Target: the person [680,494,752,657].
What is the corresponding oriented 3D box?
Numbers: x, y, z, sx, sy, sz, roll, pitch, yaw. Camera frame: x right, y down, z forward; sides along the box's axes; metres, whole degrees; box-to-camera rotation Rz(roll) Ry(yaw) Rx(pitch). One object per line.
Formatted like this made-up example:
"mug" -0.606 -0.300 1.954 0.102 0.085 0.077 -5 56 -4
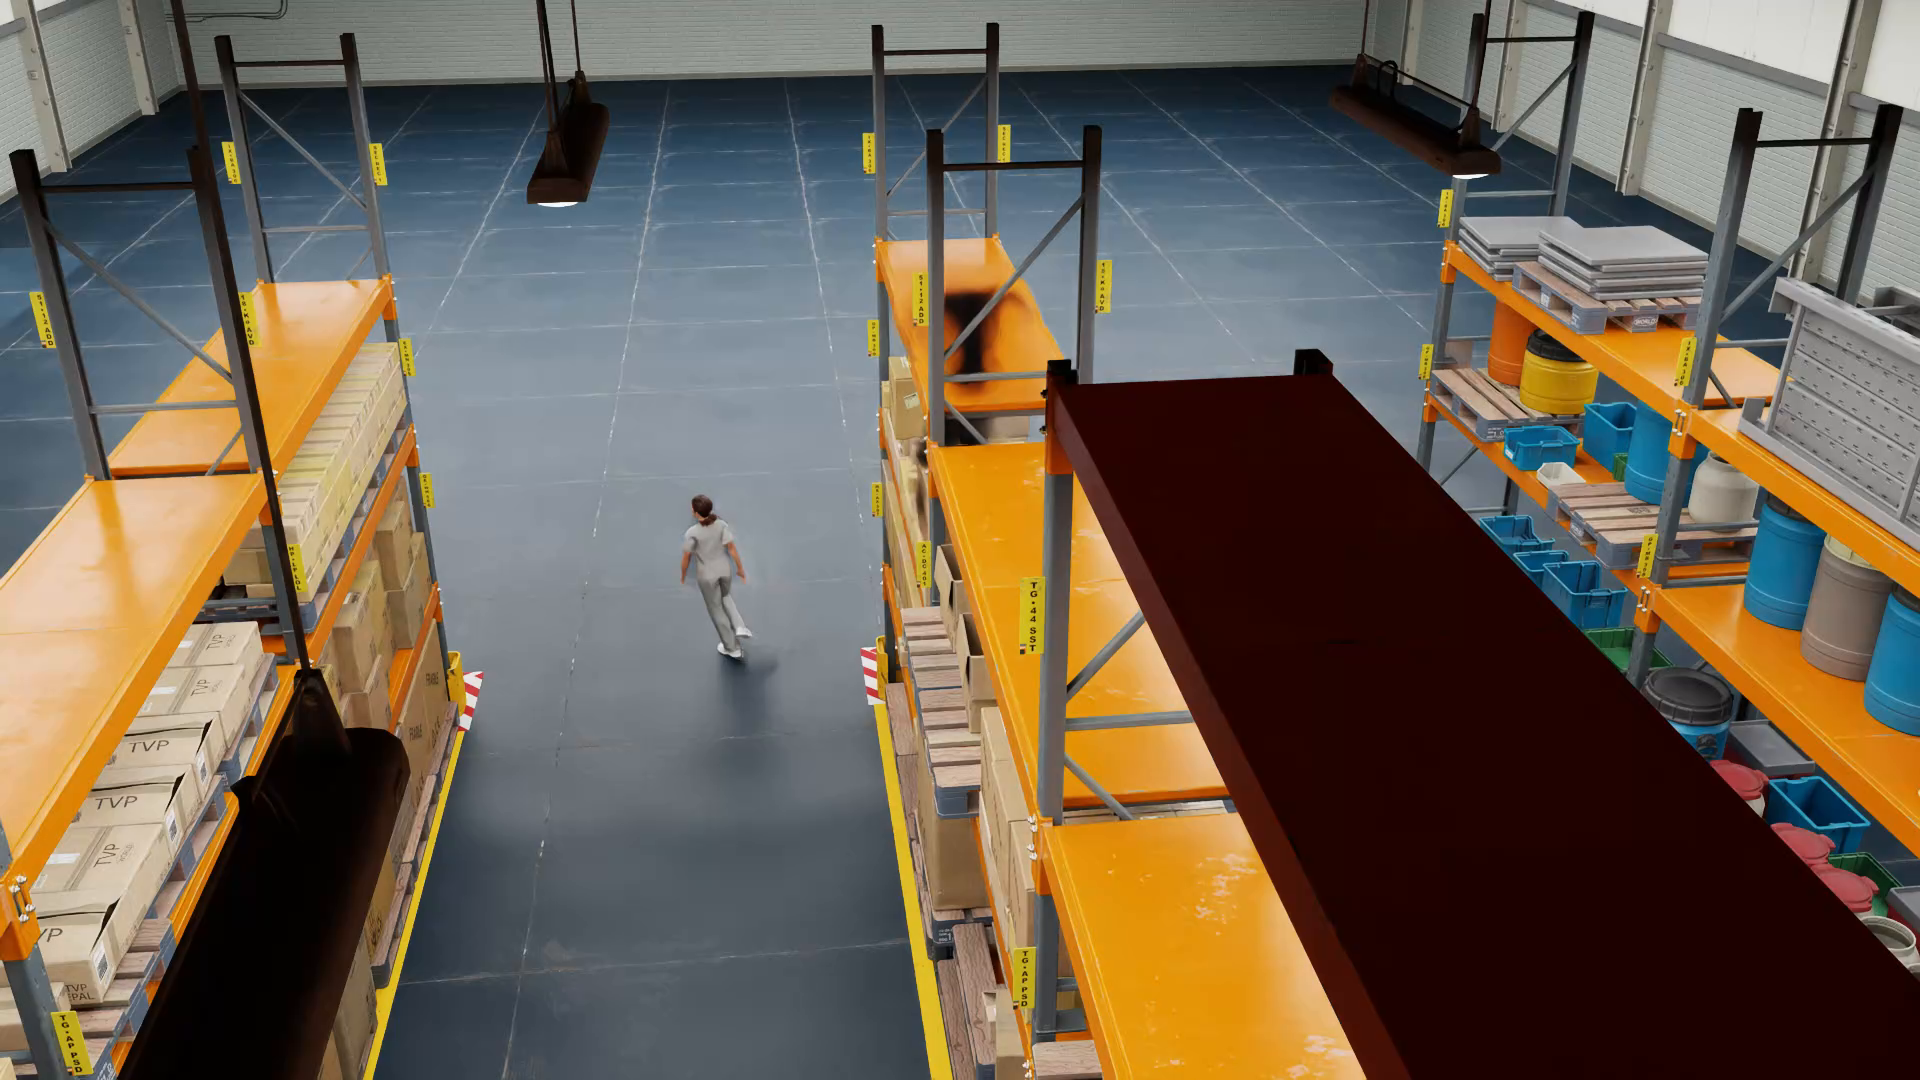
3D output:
"person" -2.339 0.347 15.878 0.568 1.640 0.535 -18 31 -34
